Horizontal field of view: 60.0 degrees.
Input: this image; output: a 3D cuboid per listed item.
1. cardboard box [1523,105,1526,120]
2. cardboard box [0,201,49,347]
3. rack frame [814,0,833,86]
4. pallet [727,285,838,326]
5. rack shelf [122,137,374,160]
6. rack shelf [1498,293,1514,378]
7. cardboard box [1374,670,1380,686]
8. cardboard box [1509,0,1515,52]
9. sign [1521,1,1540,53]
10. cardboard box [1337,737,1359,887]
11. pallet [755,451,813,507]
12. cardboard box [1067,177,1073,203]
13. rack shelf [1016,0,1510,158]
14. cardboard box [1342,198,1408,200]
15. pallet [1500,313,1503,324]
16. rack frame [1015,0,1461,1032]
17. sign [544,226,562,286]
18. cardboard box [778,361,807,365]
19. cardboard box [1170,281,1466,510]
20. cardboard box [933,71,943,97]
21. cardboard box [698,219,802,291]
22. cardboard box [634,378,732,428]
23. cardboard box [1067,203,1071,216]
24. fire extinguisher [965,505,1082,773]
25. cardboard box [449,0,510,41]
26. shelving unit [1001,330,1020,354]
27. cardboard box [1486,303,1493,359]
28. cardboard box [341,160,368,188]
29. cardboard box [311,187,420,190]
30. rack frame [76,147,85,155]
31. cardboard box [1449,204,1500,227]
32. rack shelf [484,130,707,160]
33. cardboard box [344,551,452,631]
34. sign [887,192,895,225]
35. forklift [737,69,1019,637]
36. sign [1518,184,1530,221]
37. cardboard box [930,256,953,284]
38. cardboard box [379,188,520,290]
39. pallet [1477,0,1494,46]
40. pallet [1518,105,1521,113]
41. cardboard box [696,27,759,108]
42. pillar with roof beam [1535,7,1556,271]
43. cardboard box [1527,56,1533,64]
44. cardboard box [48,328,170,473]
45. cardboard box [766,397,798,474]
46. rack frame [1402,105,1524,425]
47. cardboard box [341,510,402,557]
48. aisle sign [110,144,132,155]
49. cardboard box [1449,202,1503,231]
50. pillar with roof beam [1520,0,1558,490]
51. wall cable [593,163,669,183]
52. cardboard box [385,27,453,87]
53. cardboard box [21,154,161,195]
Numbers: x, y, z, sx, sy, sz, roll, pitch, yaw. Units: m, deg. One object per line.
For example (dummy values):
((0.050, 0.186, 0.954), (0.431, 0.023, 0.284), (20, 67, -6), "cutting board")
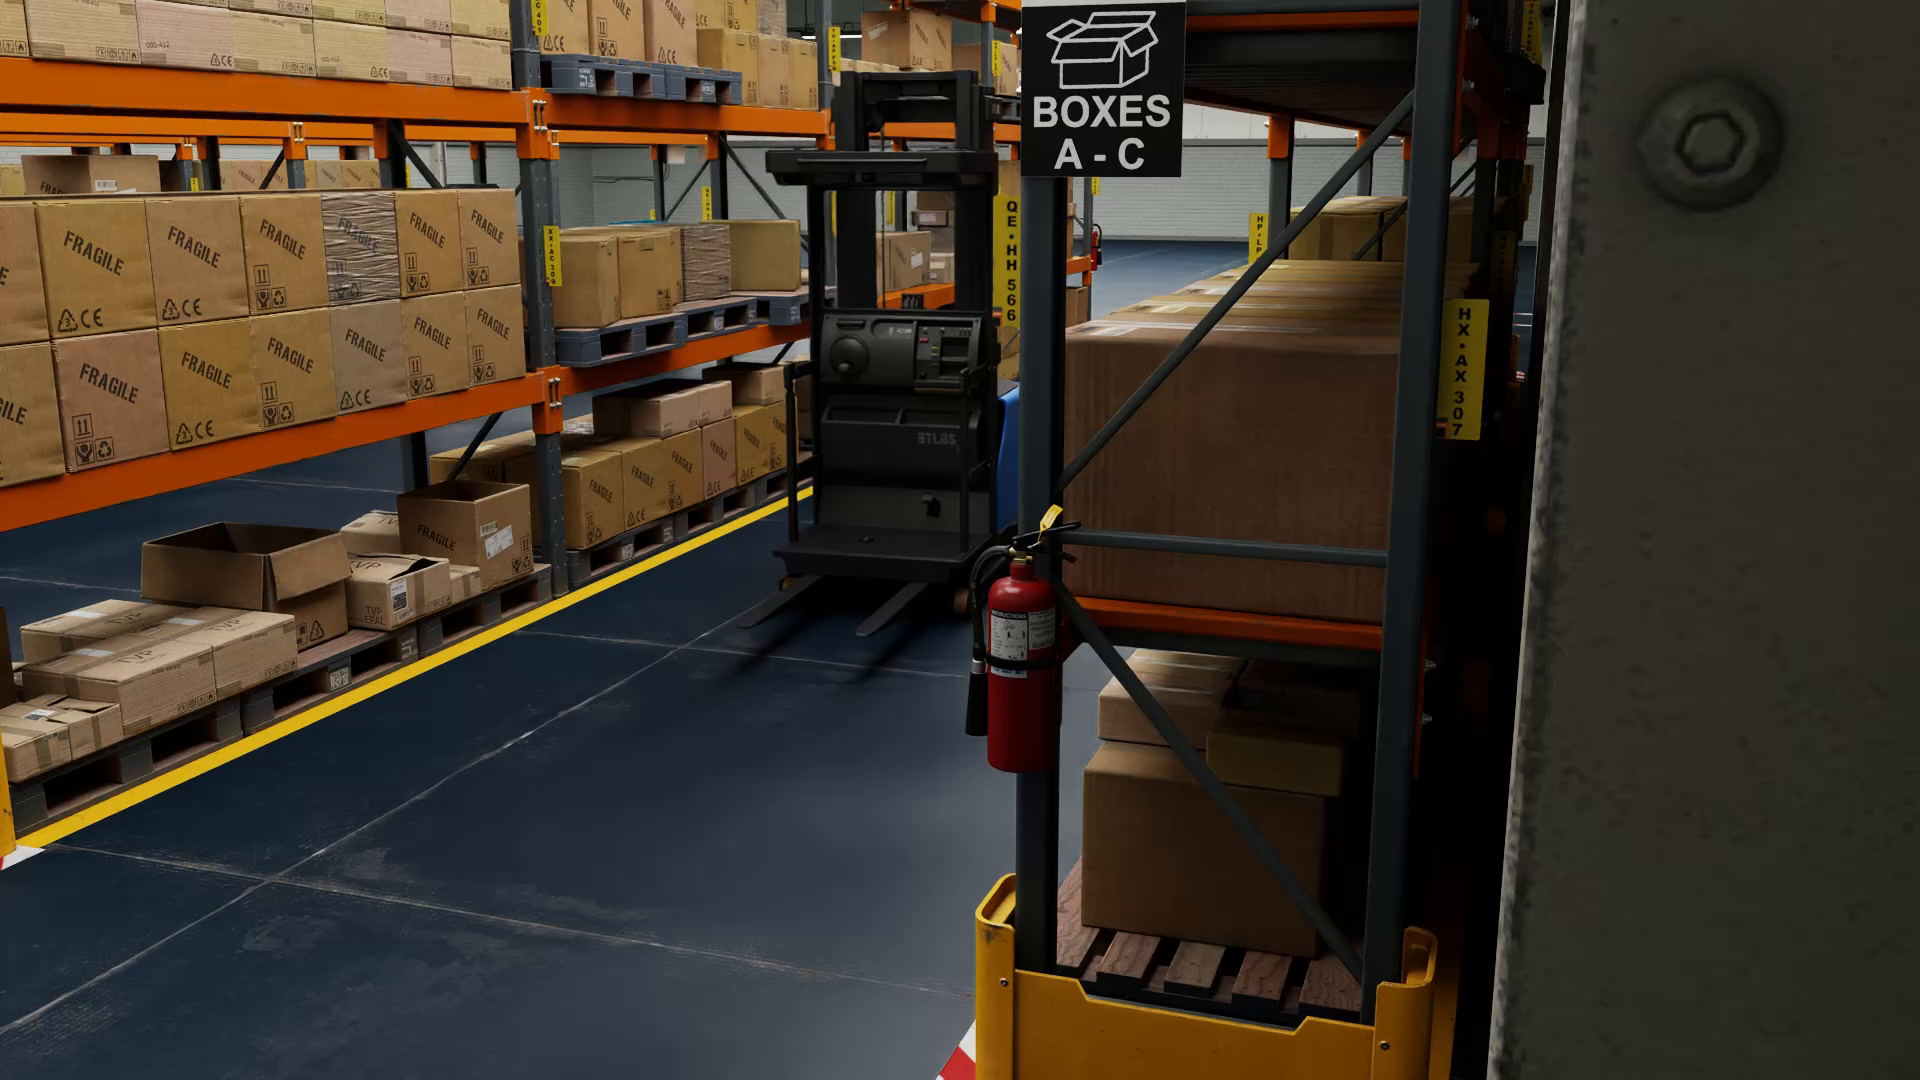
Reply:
((4.920, -4.108, 15.233), (0.500, 0.500, 0.500), (5, 14, 20), "cardboard box")
((-3.656, -0.942, 5.901), (0.500, 0.500, 0.500), (5, 14, 20), "cardboard box")
((-1.460, -4.940, 12.409), (1.000, 3.000, 0.127), (4, 14, 18), "rack frame")
((-1.613, -1.774, 12.451), (1.213, 0.211, 1.003), (4, 14, 18), "pallet")
((-8.891, -5.104, 21.486), (1.077, 0.370, 4.000), (4, 14, 18), "rack shelf")
((3.875, -1.730, 13.443), (1.077, 0.370, 4.000), (4, 14, 18), "rack shelf")
((1.247, 0.396, 5.729), (0.380, 0.149, 0.250), (5, 14, 19), "cardboard box")
((3.004, -3.164, 10.153), (0.700, 0.500, 0.500), (4, 13, 15), "cardboard box")
((3.751, -3.371, 10.935), (0.100, 0.325, 0.005), (4, 14, 18), "sign")
((0.933, 0.779, 5.508), (0.700, 0.500, 0.500), (4, 14, 18), "cardboard box")
((-1.738, -0.501, 12.710), (1.003, 0.211, 1.213), (4, 14, 18), "pallet")
((0.948, -4.272, 19.826), (0.700, 0.500, 0.500), (4, 14, 19), "cardboard box")
((1.287, -1.508, 5.729), (1.077, 0.370, 4.000), (4, 14, 18), "rack shelf")
((2.664, -2.038, 10.554), (0.500, 0.250, 0.500), (4, 14, 18), "cardboard box")
((3.358, -1.724, 12.230), (1.213, 0.211, 1.003), (4, 14, 18), "pallet")
((0.640, 0.025, 4.138), (1.000, 3.000, 0.127), (4, 14, 18), "rack frame")
((-2.238, -1.558, 9.126), (0.100, 0.325, 0.005), (4, 14, 18), "sign")
((-1.362, -1.391, 14.316), (0.500, 0.311, 0.500), (4, 13, 18), "cardboard box")
((1.276, -0.543, 5.953), (0.980, 0.700, 0.700), (4, 13, 16), "cardboard box")
((-0.374, -4.323, 15.837), (0.500, 0.250, 0.500), (6, 14, 24), "cardboard box")
((-1.557, -2.128, 12.402), (0.700, 0.500, 0.500), (0, 13, -1), "cardboard box")
((-1.882, -0.935, 11.287), (0.500, 0.250, 0.500), (4, 13, 17), "cardboard box")
((1.102, -3.915, 19.719), (0.380, 0.149, 0.250), (5, 14, 20), "cardboard box")
((0.154, 0.243, 4.194), (0.296, 0.674, 0.183), (4, 14, 18), "fire extinguisher")
((-2.655, -2.684, 8.480), (0.500, 0.250, 0.500), (4, 14, 18), "cardboard box")
((0.098, -0.840, 11.298), (0.538, 1.500, 1.048), (3, 13, 14), "shelving unit")
((2.491, -1.210, 8.611), (0.500, 0.500, 0.500), (4, 14, 19), "cardboard box")
((-8.344, -4.856, 22.381), (0.500, 0.500, 0.500), (4, 14, 18), "cardboard box")
((-3.173, -1.630, 8.919), (0.500, 0.500, 0.500), (5, 14, 20), "cardboard box")
((-12.904, -4.792, 25.243), (1.000, 3.000, 0.127), (4, 14, 18), "rack frame")
((2.650, -1.681, 8.989), (0.500, 0.250, 0.500), (4, 13, 17), "cardboard box")
((-4.205, -4.748, 19.924), (1.077, 0.370, 4.000), (4, 14, 18), "rack shelf")
((-2.913, 0.222, 8.330), (0.500, 0.311, 0.500), (4, 14, 18), "cardboard box")
((-0.692, -3.358, 16.835), (0.100, 0.325, 0.005), (4, 14, 18), "sign")
((-0.389, -1.097, 9.207), (1.130, 2.935, 3.031), (3, 13, 14), "forklift")
((5.049, -3.027, 14.907), (0.100, 0.325, 0.005), (4, 14, 18), "sign")
((-0.277, -2.594, 15.913), (0.396, 0.266, 0.258), (4, 13, 17), "cardboard box")
((-2.673, -1.584, 8.716), (0.500, 0.500, 0.500), (4, 14, 19), "cardboard box")
((1.263, -1.809, 5.631), (1.003, 0.211, 1.213), (4, 14, 18), "pallet")
((3.889, -3.532, 13.401), (1.213, 0.211, 1.003), (4, 14, 18), "pallet")
((-1.903, -3.215, 11.369), (0.910, 0.500, 0.500), (4, 14, 18), "cardboard box")
((8.159, -10.159, 35.274), (9.100, 9.000, 0.400), (4, 14, 18), "pillar with roof beam")
((4.951, -4.593, 15.111), (0.500, 0.500, 0.500), (5, 14, 20), "cardboard box")
((-3.494, -0.563, 6.489), (0.500, 0.500, 0.500), (4, 14, 18), "cardboard box")
((-1.541, -0.797, 12.369), (0.500, 0.500, 0.500), (5, 14, 21), "cardboard box")
((4.522, -2.502, 15.208), (1.000, 3.000, 0.127), (4, 14, 18), "rack frame")
((-3.095, -0.004, 9.318), (0.500, 0.311, 0.500), (4, 14, 18), "cardboard box")
((-12.598, -6.053, 24.924), (0.394, 0.787, 0.004), (4, 14, 18), "aisle sign")
((2.823, -1.791, 9.469), (0.500, 0.250, 0.500), (4, 13, 17), "cardboard box")
((0.394, -5.106, 13.134), (9.100, 9.000, 0.400), (4, 14, 18), "pillar with roof beam")
((-11.486, -13.655, 57.568), (3.097, 2.526, 0.112), (4, 14, 18), "wall cable")
((-2.832, -2.336, 8.079), (0.500, 0.250, 0.500), (4, 14, 18), "cardboard box")
((-9.928, -3.912, 19.093), (1.000, 1.000, 1.000), (4, 14, 19), "cardboard box")
